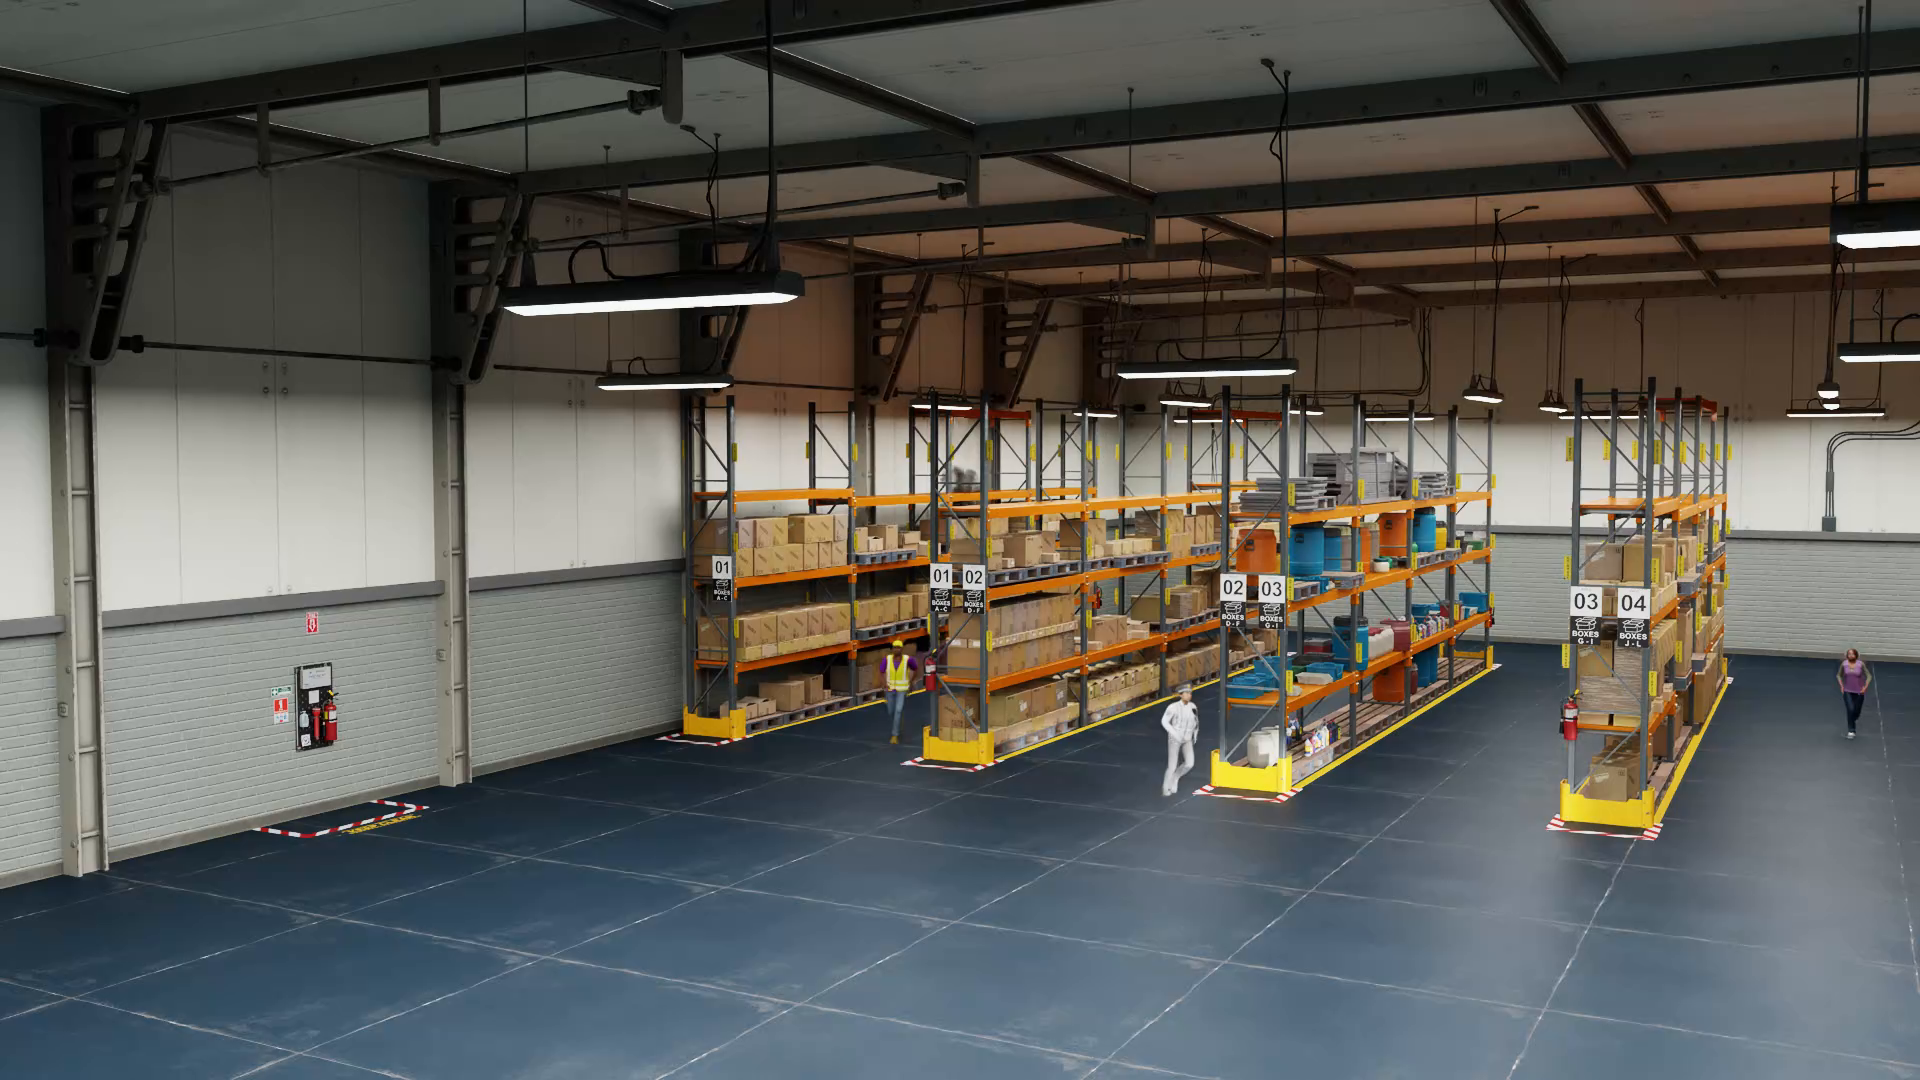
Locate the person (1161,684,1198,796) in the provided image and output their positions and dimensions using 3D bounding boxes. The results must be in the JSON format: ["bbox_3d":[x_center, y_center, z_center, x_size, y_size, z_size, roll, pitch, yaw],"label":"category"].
[{"bbox_3d":[3.239,2.906,24.189,0.652,1.639,0.525,-1,3,-17],"label":"person"}]

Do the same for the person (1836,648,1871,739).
[{"bbox_3d":[15.723,2.683,29.263,0.546,1.580,0.654,2,3,31],"label":"person"}]

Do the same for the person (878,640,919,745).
[{"bbox_3d":[-1.101,2.622,29.021,0.672,1.757,1.090,1,3,14],"label":"person"}]
